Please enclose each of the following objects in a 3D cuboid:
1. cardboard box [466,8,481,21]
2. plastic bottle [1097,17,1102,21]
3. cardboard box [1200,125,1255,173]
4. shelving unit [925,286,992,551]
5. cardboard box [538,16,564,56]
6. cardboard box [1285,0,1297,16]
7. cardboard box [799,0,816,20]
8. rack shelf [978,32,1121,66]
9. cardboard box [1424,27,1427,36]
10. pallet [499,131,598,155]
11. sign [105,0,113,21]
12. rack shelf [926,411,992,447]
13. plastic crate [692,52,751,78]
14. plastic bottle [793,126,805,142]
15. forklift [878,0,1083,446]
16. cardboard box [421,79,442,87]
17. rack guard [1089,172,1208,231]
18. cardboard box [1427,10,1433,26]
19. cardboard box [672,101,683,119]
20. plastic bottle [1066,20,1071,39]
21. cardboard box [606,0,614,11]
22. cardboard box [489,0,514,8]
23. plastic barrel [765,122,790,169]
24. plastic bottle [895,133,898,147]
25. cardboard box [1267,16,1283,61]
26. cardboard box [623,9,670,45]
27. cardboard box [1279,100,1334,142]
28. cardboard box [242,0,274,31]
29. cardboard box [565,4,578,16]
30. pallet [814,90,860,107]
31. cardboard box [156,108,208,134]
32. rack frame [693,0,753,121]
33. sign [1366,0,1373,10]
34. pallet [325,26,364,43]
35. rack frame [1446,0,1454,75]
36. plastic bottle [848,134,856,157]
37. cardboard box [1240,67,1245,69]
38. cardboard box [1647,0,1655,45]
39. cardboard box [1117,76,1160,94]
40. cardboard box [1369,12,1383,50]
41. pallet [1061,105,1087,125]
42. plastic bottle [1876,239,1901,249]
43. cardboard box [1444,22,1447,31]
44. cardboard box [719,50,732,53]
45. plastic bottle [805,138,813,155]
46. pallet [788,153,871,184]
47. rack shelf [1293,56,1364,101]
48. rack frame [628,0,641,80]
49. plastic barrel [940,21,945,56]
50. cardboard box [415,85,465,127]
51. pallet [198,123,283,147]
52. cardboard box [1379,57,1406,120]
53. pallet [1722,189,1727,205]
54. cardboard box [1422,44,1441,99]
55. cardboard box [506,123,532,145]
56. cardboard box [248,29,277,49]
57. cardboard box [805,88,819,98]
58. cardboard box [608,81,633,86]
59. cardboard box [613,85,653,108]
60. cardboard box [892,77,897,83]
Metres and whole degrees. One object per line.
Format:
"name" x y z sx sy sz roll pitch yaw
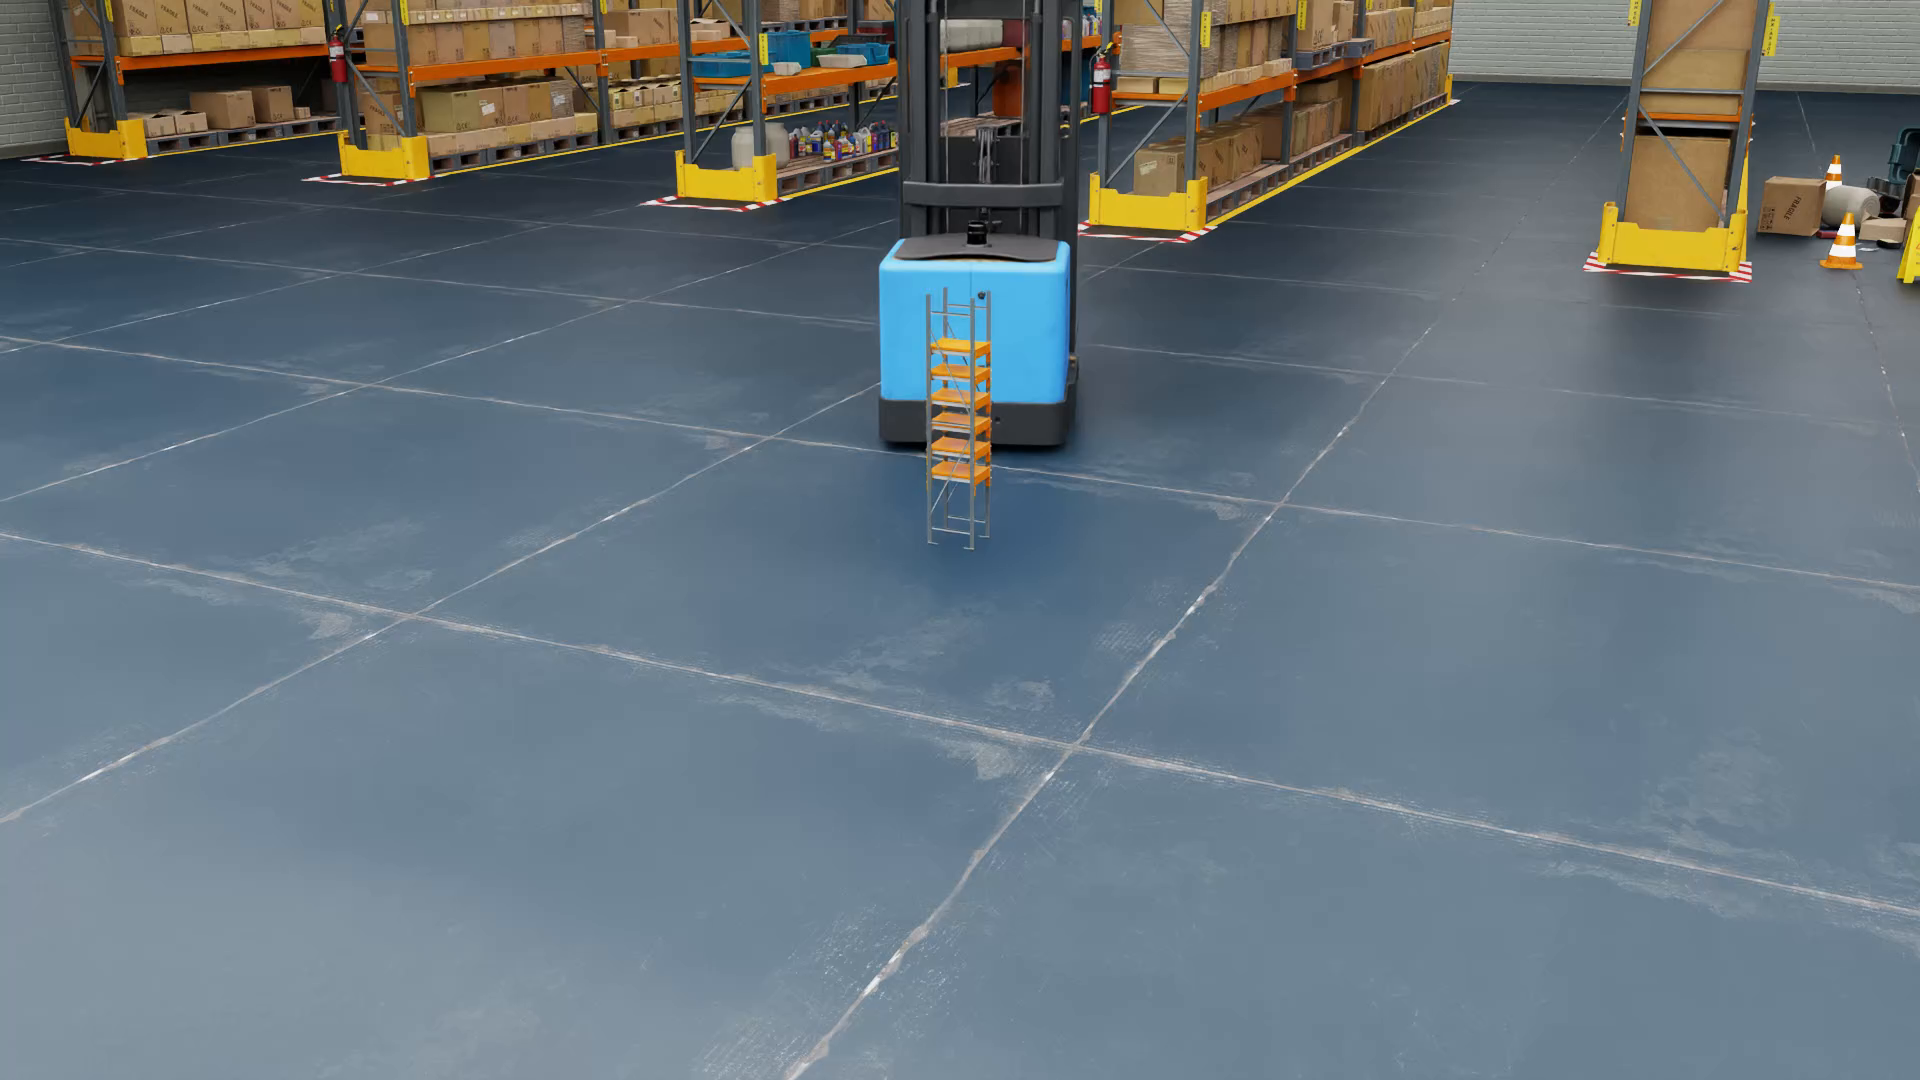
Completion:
"cardboard box" -6.379 -6.730 21.299 0.380 0.149 0.250 8 21 21
"plastic bottle" 2.408 -8.736 28.241 0.152 0.276 0.135 9 21 23
"cardboard box" 3.089 -4.561 19.420 0.500 0.500 0.500 17 26 40
"shelving unit" -0.006 -0.561 7.755 0.258 1.200 0.189 9 21 23
"cardboard box" -5.905 -6.943 22.864 0.700 0.500 0.500 8 21 22
"cardboard box" 3.584 -6.317 19.169 0.500 0.500 0.500 9 21 23
"cardboard box" -2.910 -9.336 28.968 0.700 0.500 0.500 3 20 9
"rack shelf" 1.455 -8.008 27.085 1.077 0.370 4.000 9 21 23
"cardboard box" 7.539 -8.447 27.619 0.380 0.149 0.250 8 21 21
"pallet" -5.883 -5.643 23.521 1.003 0.211 1.213 9 21 23
"sign" -11.183 -6.983 21.836 0.100 0.325 0.005 9 21 23
"rack shelf" -0.006 -0.519 7.770 0.258 0.103 0.180 9 21 23
"plastic crate" -2.708 -5.414 18.939 0.499 0.251 0.616 9 21 23
"plastic bottle" -2.038 -5.038 20.956 0.144 0.351 0.185 10 22 25
"forklift" 0.197 -2.355 10.217 1.130 2.935 3.031 2 20 5
"cardboard box" -9.144 -7.600 27.937 0.700 0.500 0.500 8 21 22
"rack guard" 1.910 -3.456 16.942 1.175 0.500 0.348 9 21 23
"cardboard box" 7.640 -8.767 27.923 0.500 0.250 0.500 9 22 24
"cardboard box" -4.499 -6.656 25.684 0.500 0.250 0.500 9 21 24
"plastic bottle" 1.745 -8.273 26.828 0.144 0.351 0.185 9 21 23
"cardboard box" -6.923 -10.182 31.499 0.500 0.500 0.500 9 21 23
"cardboard box" -6.311 -7.256 21.809 0.700 0.500 0.500 9 21 23
"plastic barrel" -2.234 -4.681 19.741 0.421 0.512 0.421 0 20 0
"plastic bottle" -0.866 -5.248 21.770 0.097 0.201 0.097 0 20 0
"cardboard box" 3.276 -5.892 19.466 0.875 0.500 0.500 9 21 23
"cardboard box" -4.769 -7.788 25.241 0.500 0.500 0.500 9 21 23
"cardboard box" 4.684 -5.707 22.614 0.700 0.500 0.500 7 21 18
"cardboard box" -10.366 -7.672 24.139 0.500 0.500 0.500 8 21 21
"cardboard box" -5.538 -7.359 23.067 0.380 0.149 0.250 8 21 22
"pallet" -2.542 -8.072 30.351 1.003 0.211 1.213 9 21 23
"cardboard box" -11.079 -5.964 23.618 0.500 0.311 0.500 11 22 27
"rack frame" -3.881 -8.417 27.159 1.000 3.000 0.127 9 21 23
"sign" 5.654 -7.493 22.952 0.100 0.325 0.005 9 21 23
"pallet" -9.594 -7.996 26.262 1.003 0.211 1.213 9 21 23
"rack frame" 8.431 -9.502 30.211 1.000 3.000 0.127 9 21 23
"plastic bottle" -1.348 -4.921 20.745 0.097 0.271 0.097 0 20 0
"cardboard box" 2.897 -5.087 18.170 0.380 0.149 0.250 9 21 23
"cardboard box" 6.691 -4.768 15.063 0.875 0.550 0.550 9 21 23
"cardboard box" 1.808 -4.608 16.824 0.380 0.149 0.250 9 21 23
"cardboard box" 5.811 -7.373 24.074 0.500 0.500 0.500 8 21 21
"pallet" 1.422 -7.041 27.451 1.003 0.211 1.213 9 21 23
"plastic bottle" 8.812 -2.820 15.808 0.133 0.061 0.283 1 20 4
"cardboard box" 8.376 -9.073 29.379 0.380 0.149 0.250 9 21 23
"cardboard box" -5.321 -10.333 35.652 0.700 0.500 0.500 9 21 23
"plastic bottle" -1.910 -4.965 20.972 0.097 0.201 0.097 0 20 0
"pallet" -1.813 -4.626 20.660 1.003 0.211 1.213 9 21 23
"rack shelf" 4.336 -6.106 21.735 1.077 0.370 4.000 9 21 23
"rack frame" -6.764 -10.318 32.506 1.000 3.000 0.127 9 21 23
"plastic barrel" -0.410 -6.840 22.522 0.433 0.535 0.433 0 20 0
"cardboard box" -6.813 -5.739 21.988 0.500 0.500 0.500 9 21 23
"pallet" -10.781 -5.974 24.453 1.003 0.211 1.213 9 21 23
"cardboard box" 6.184 -7.004 25.732 1.225 0.875 0.875 8 21 21
"pallet" 7.618 -3.587 17.739 1.003 0.211 1.213 9 21 23
"cardboard box" 7.869 -8.214 29.133 0.875 0.875 0.875 9 21 23
"cardboard box" -6.119 -5.465 22.337 0.500 0.250 0.500 9 21 23
"cardboard box" -10.361 -7.318 24.263 0.500 0.250 0.500 8 21 22
"cardboard box" -2.806 -8.020 29.117 0.500 0.500 0.500 8 21 21
"cardboard box" -5.201 -6.836 25.354 0.500 0.311 0.500 8 21 23
"cardboard box" -4.913 -6.605 24.705 0.500 0.311 0.500 8 21 22
"cardboard box" -1.478 -9.246 32.559 0.797 0.503 0.637 9 21 23
